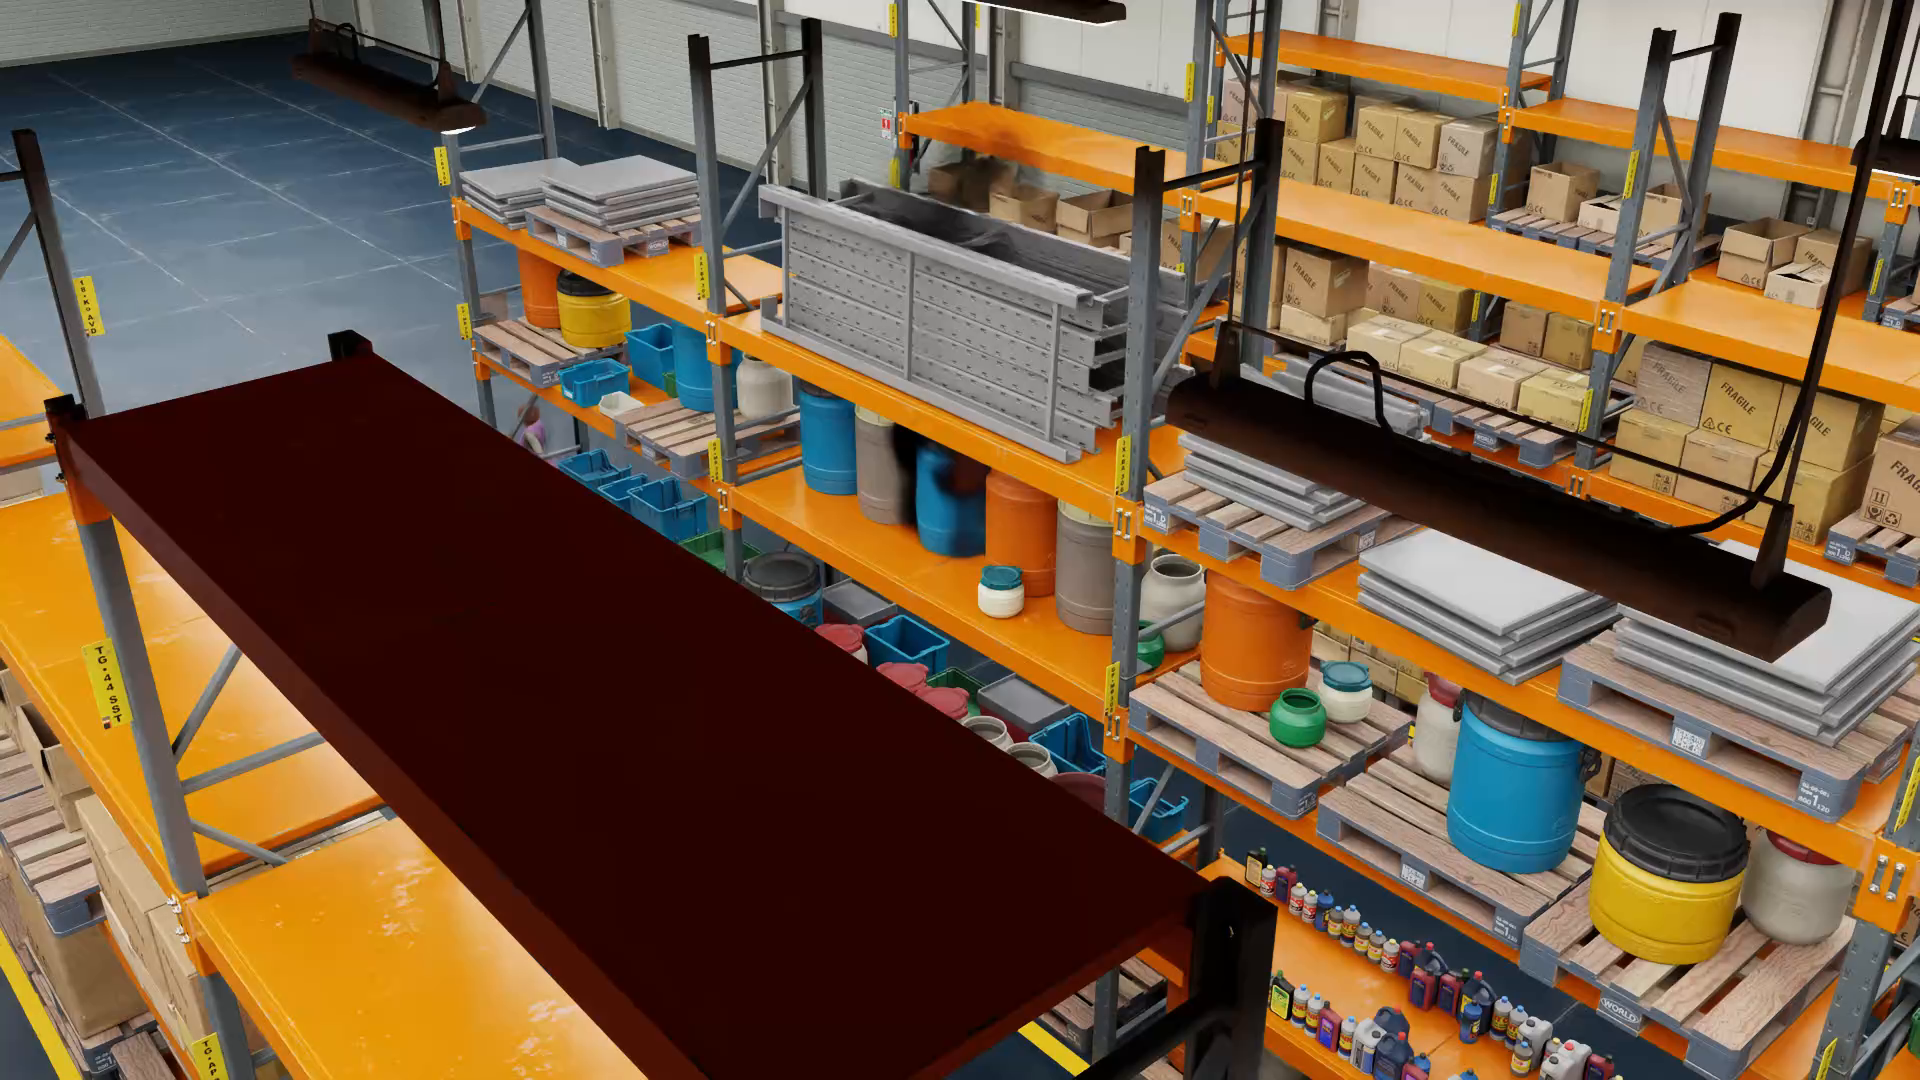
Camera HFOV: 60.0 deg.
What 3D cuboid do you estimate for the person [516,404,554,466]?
[{"bbox_3d":[-4.306,-0.635,17.194,0.815,1.490,0.583,0,27,0],"label":"person"}]
